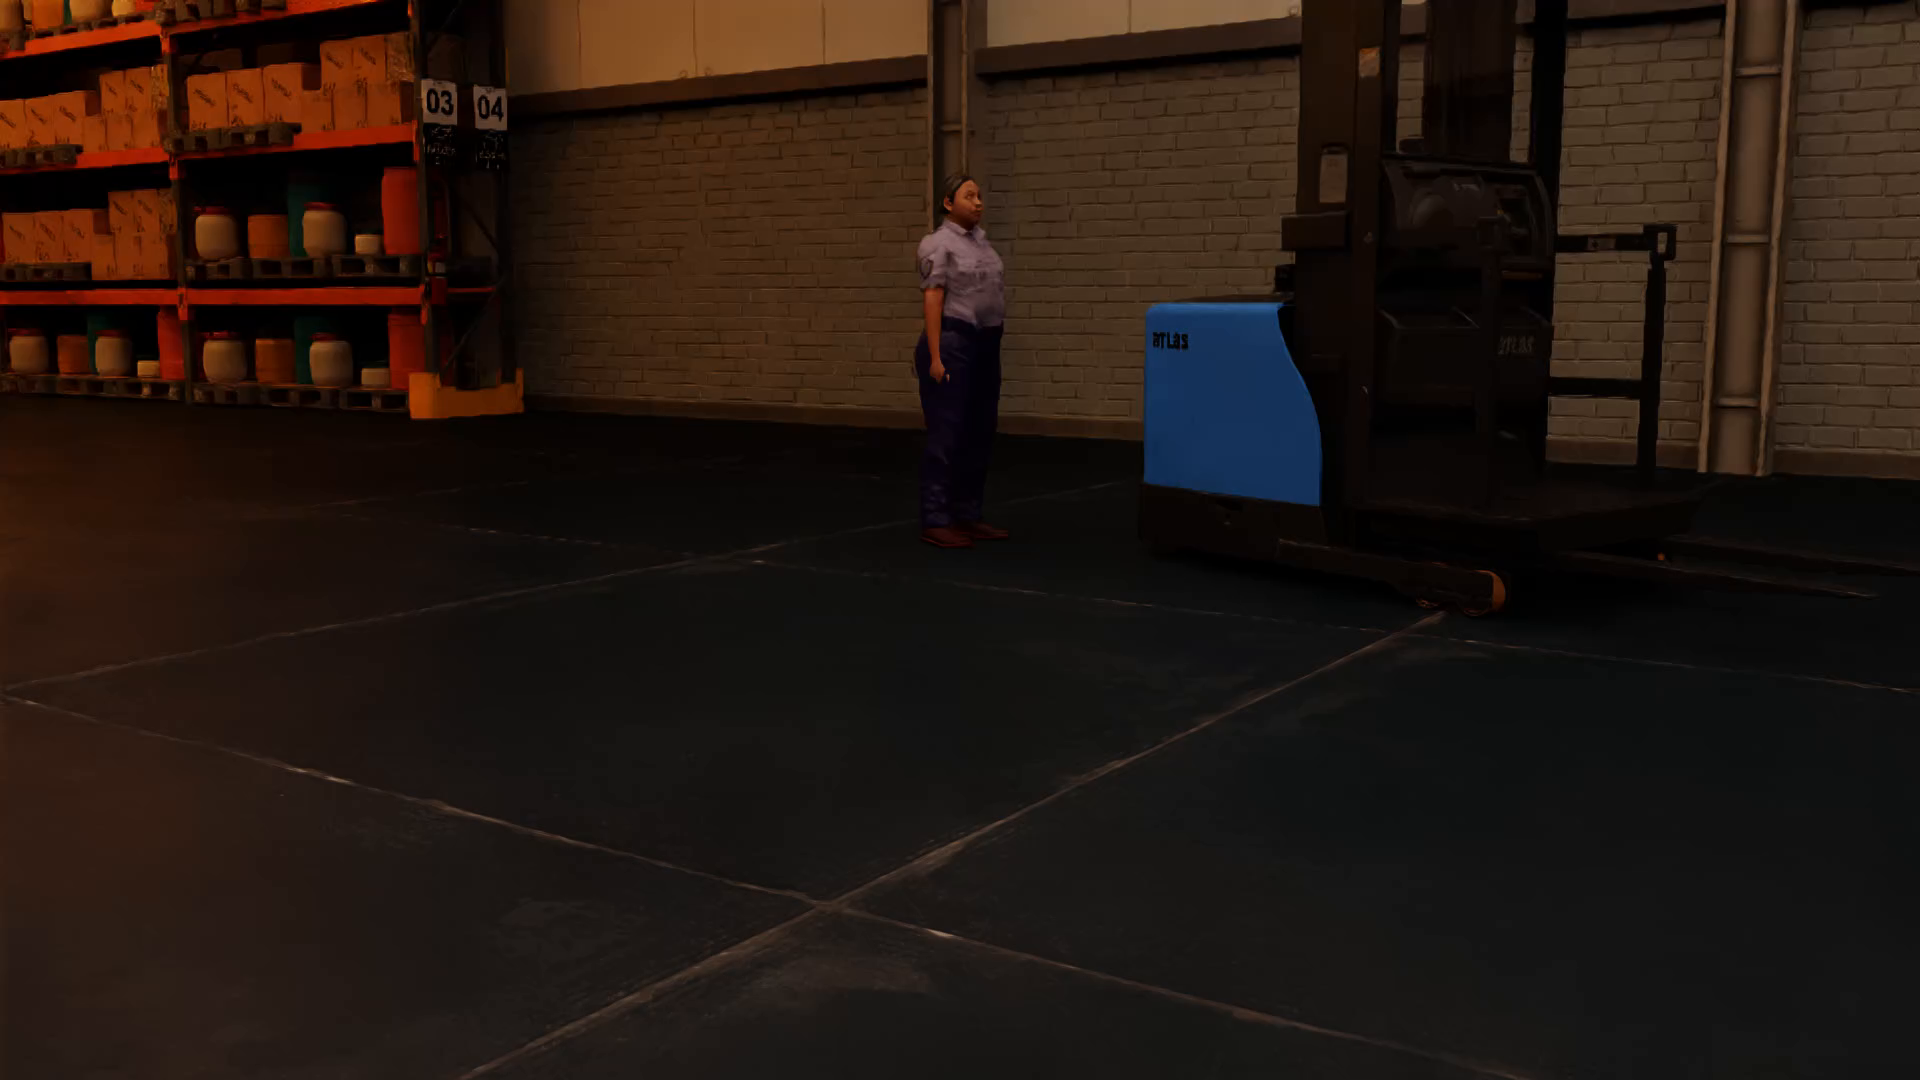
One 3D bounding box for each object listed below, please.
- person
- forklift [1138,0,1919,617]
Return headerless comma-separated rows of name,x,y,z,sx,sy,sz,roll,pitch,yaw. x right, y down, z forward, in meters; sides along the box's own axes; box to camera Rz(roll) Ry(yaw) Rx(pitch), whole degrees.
person,0.008,-0.812,7.473,0.349,1.653,0.480,5,10,34
forklift,2.040,-1.263,6.076,1.130,2.935,3.031,-6,10,-36
